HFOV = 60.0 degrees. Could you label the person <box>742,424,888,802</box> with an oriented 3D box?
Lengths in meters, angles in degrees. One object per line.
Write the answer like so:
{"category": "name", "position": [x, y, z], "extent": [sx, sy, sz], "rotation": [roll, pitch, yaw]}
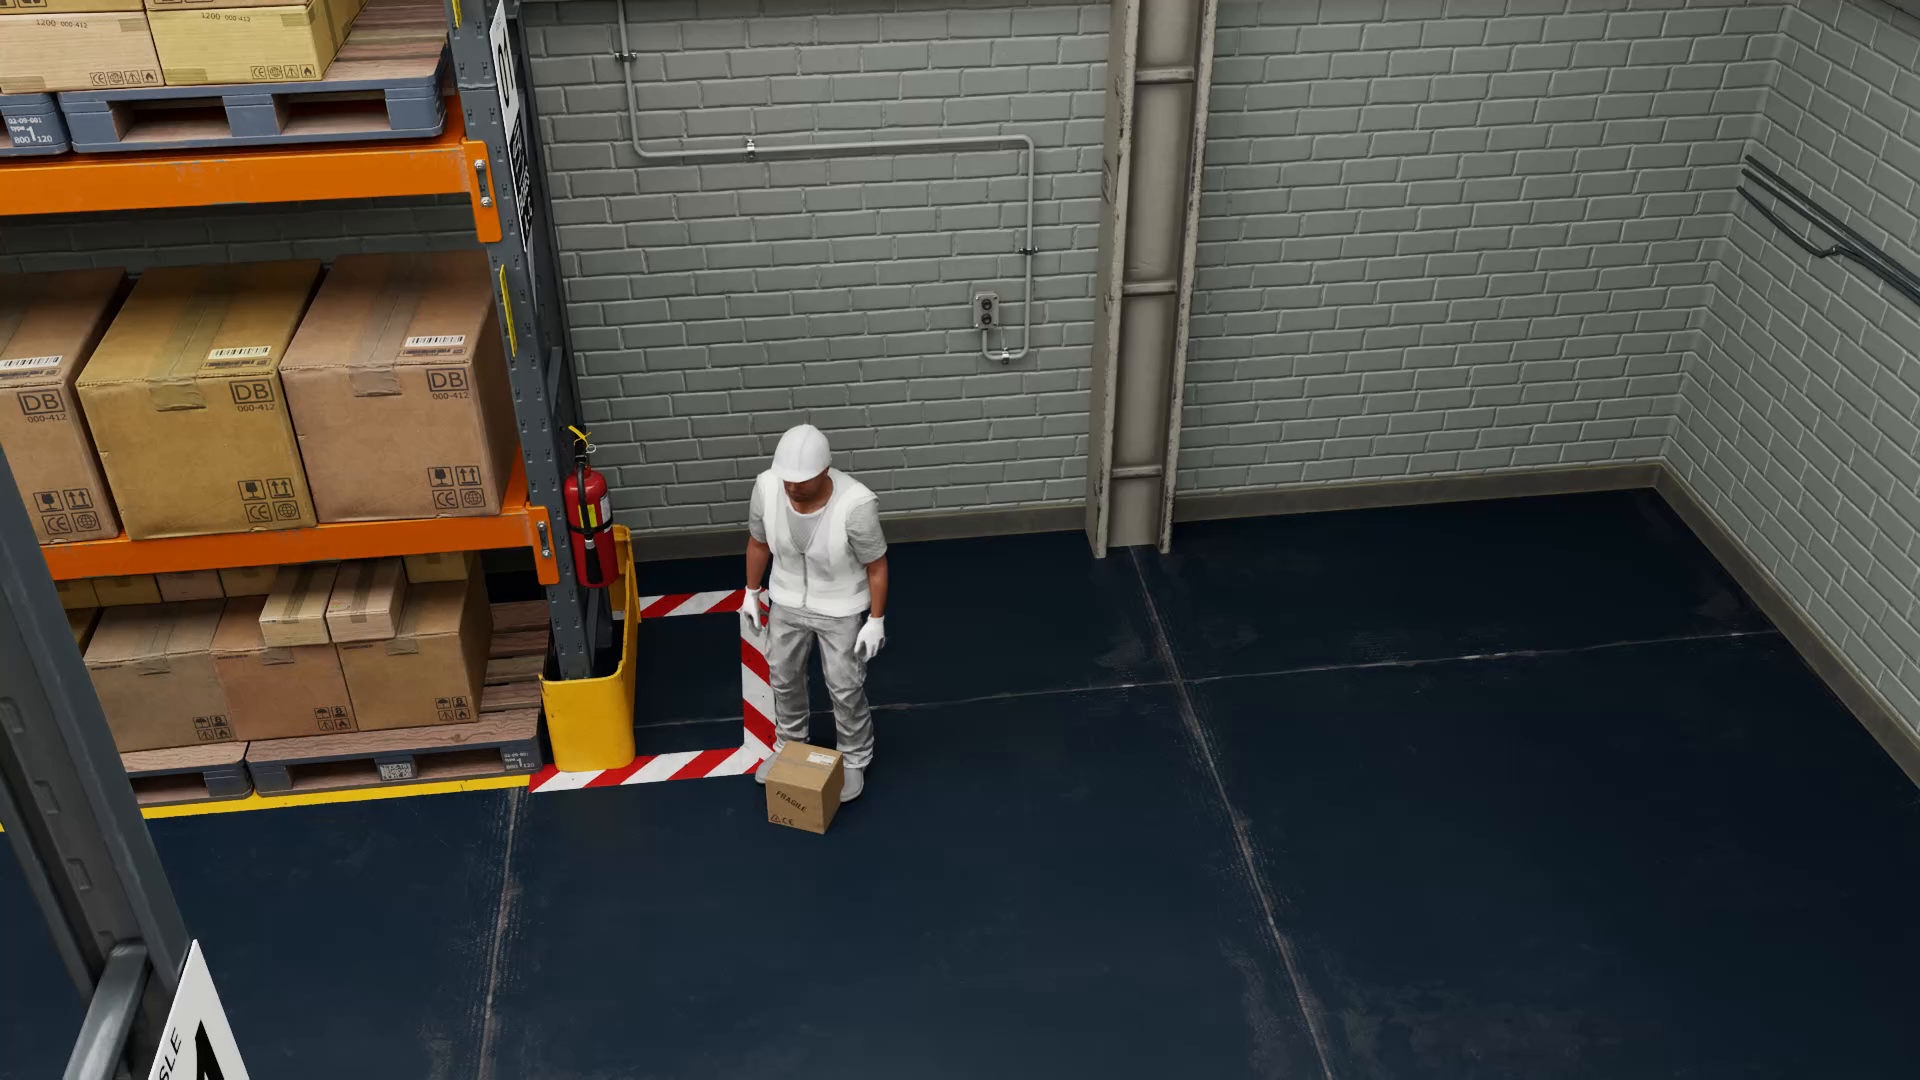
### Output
{"category": "person", "position": [-0.586, 0.281, 6.725], "extent": [0.619, 1.775, 0.446], "rotation": [12, 36, 16]}
